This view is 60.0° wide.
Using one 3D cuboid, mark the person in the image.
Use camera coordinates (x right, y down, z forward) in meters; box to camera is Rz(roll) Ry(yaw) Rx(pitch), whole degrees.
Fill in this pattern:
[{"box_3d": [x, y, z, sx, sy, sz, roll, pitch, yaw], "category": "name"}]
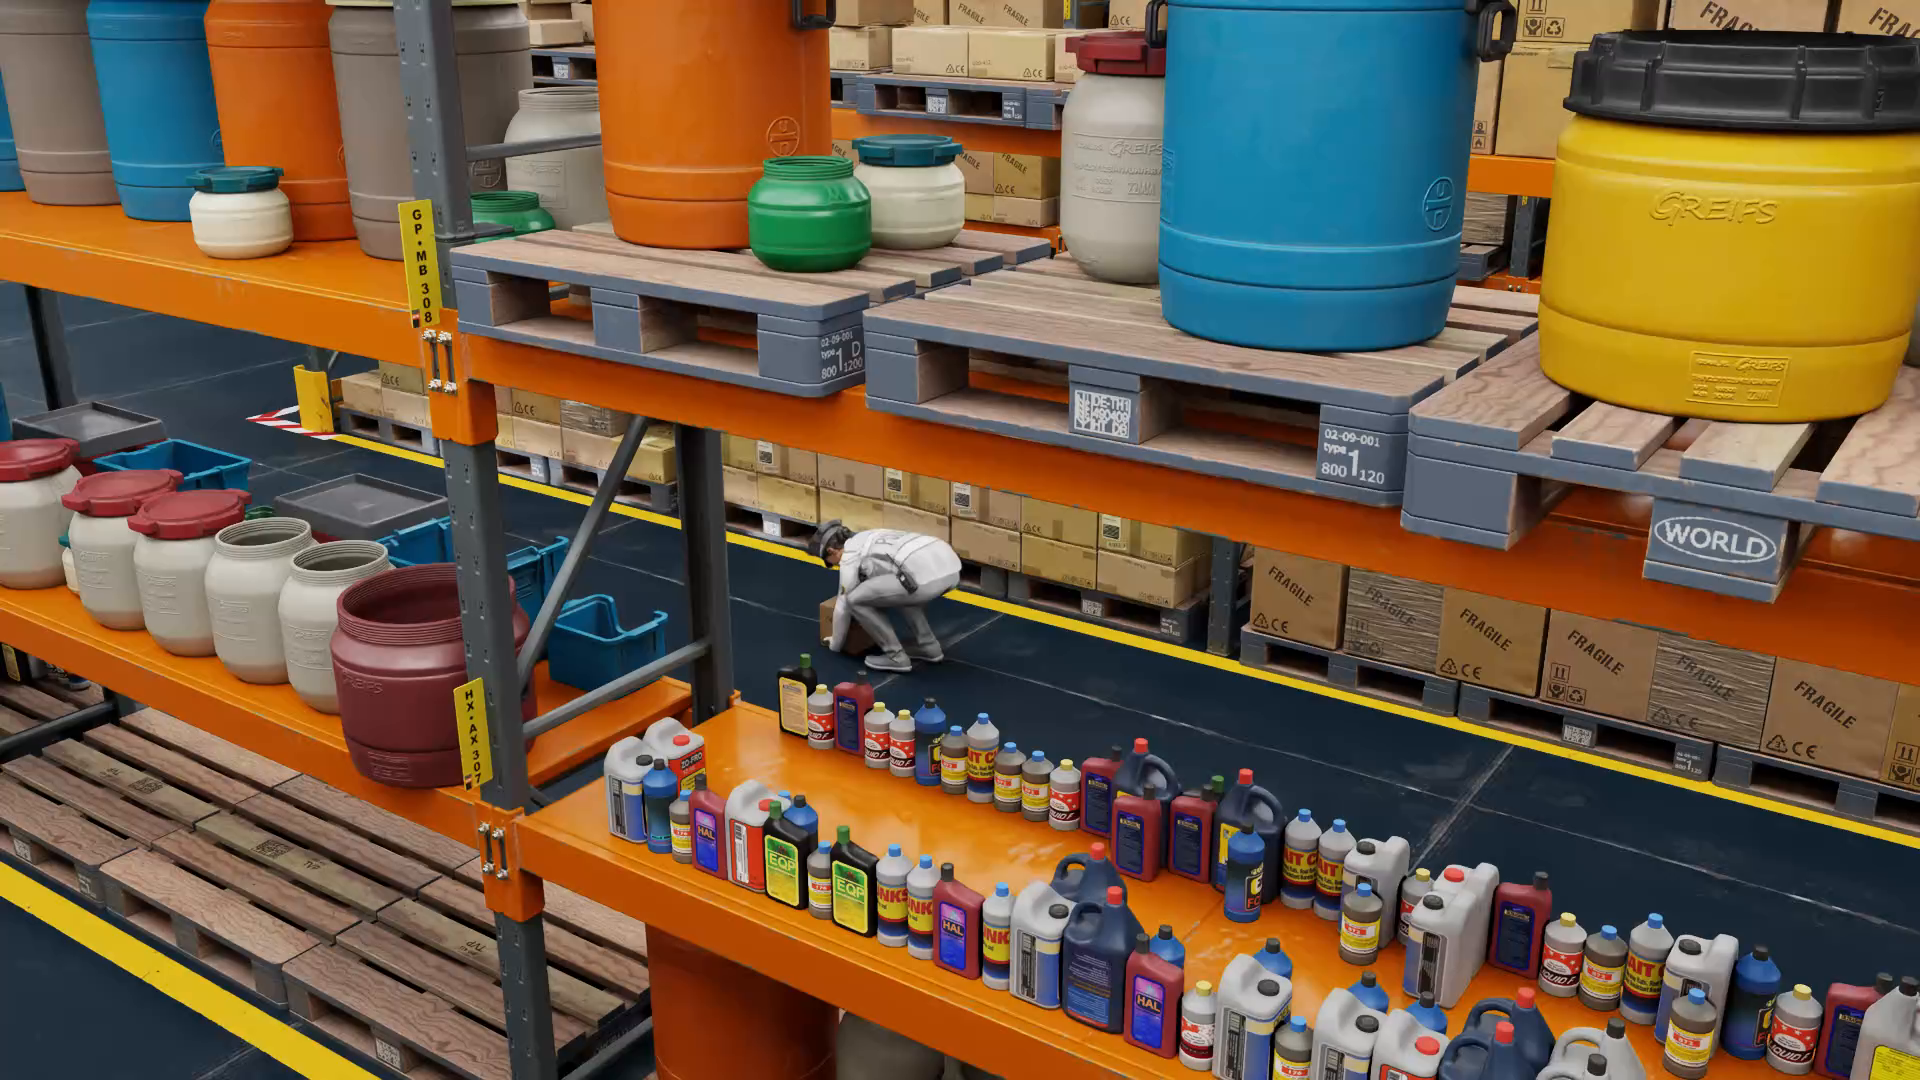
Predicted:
[{"box_3d": [-0.420, 0.306, 9.099, 0.914, 0.762, 0.472, 12, 23, 31], "category": "person"}]
